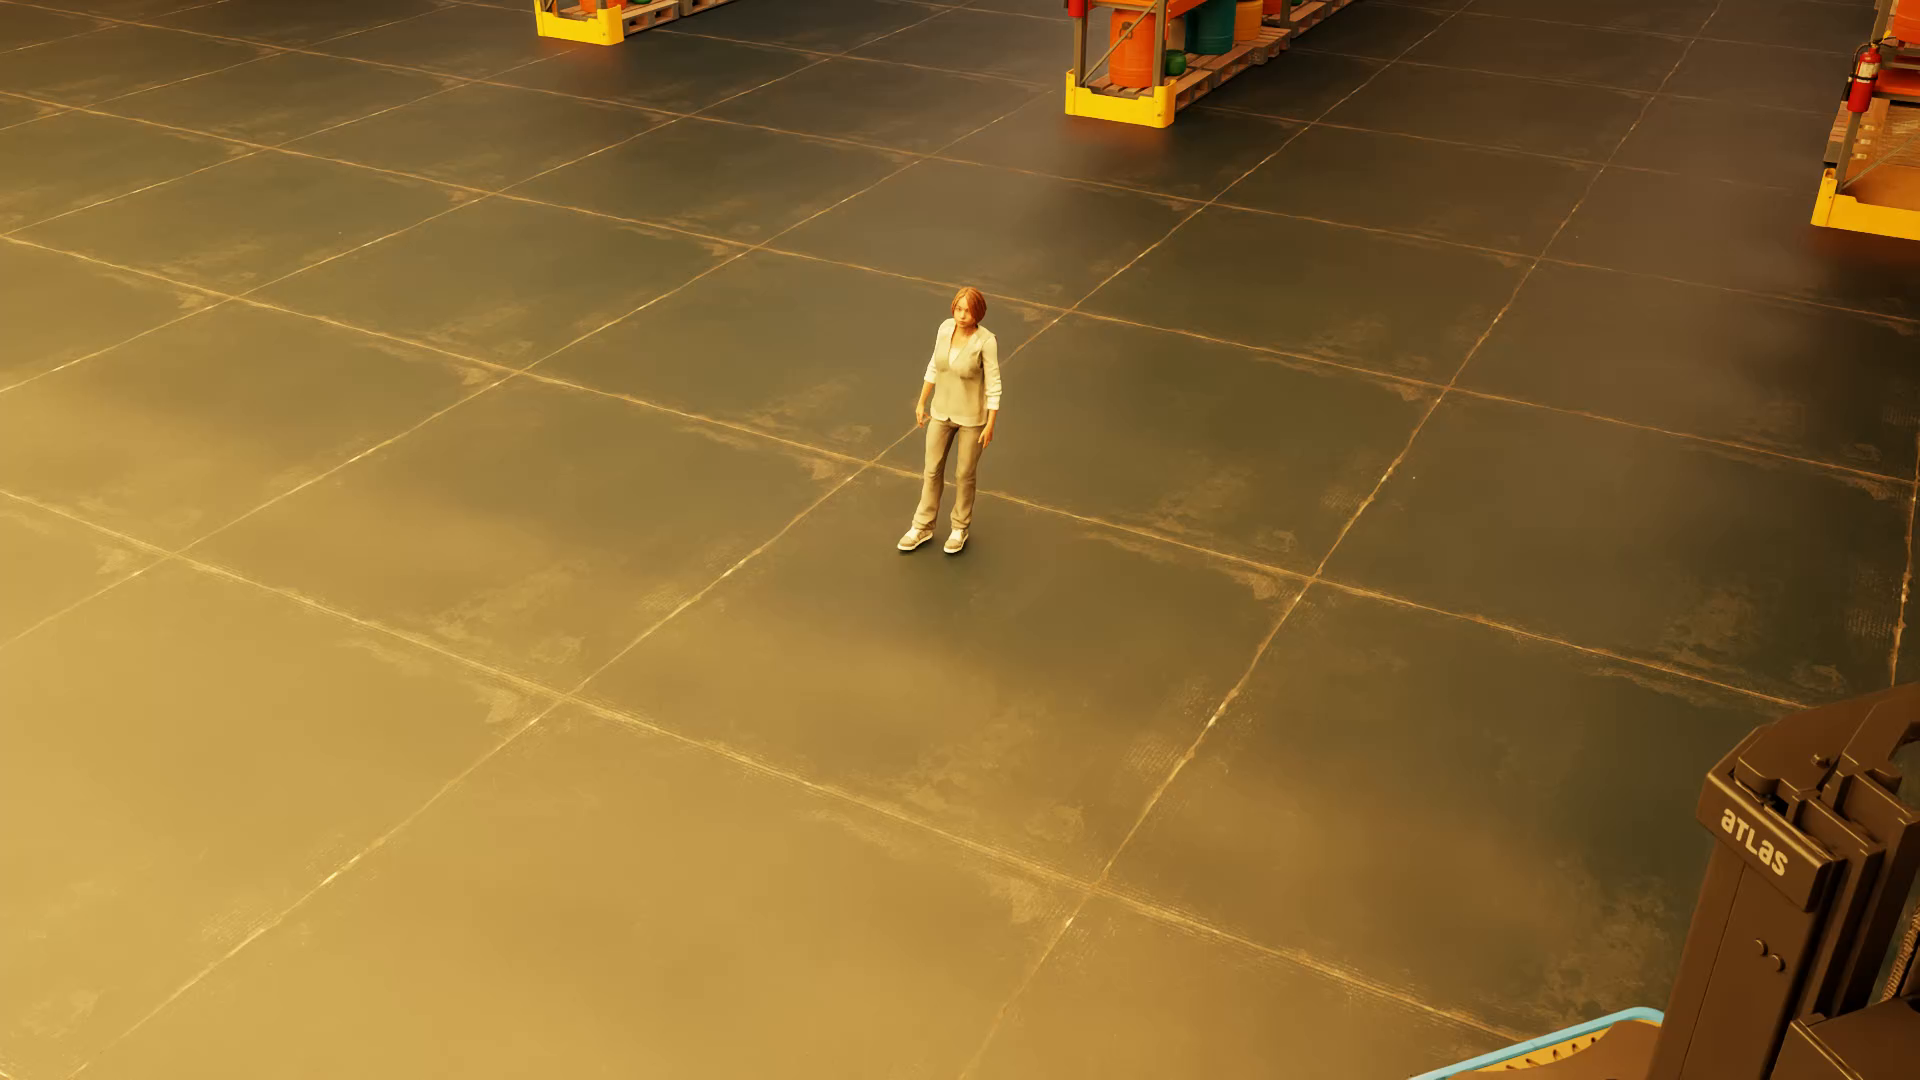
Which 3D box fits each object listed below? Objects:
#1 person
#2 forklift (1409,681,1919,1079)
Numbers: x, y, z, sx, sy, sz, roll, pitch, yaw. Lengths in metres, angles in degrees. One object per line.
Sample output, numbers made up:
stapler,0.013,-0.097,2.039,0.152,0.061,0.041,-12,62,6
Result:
person,-0.048,-0.669,9.550,0.520,1.597,0.475,15,33,25
forklift,2.283,1.906,3.768,1.130,2.935,3.031,-11,32,-18
